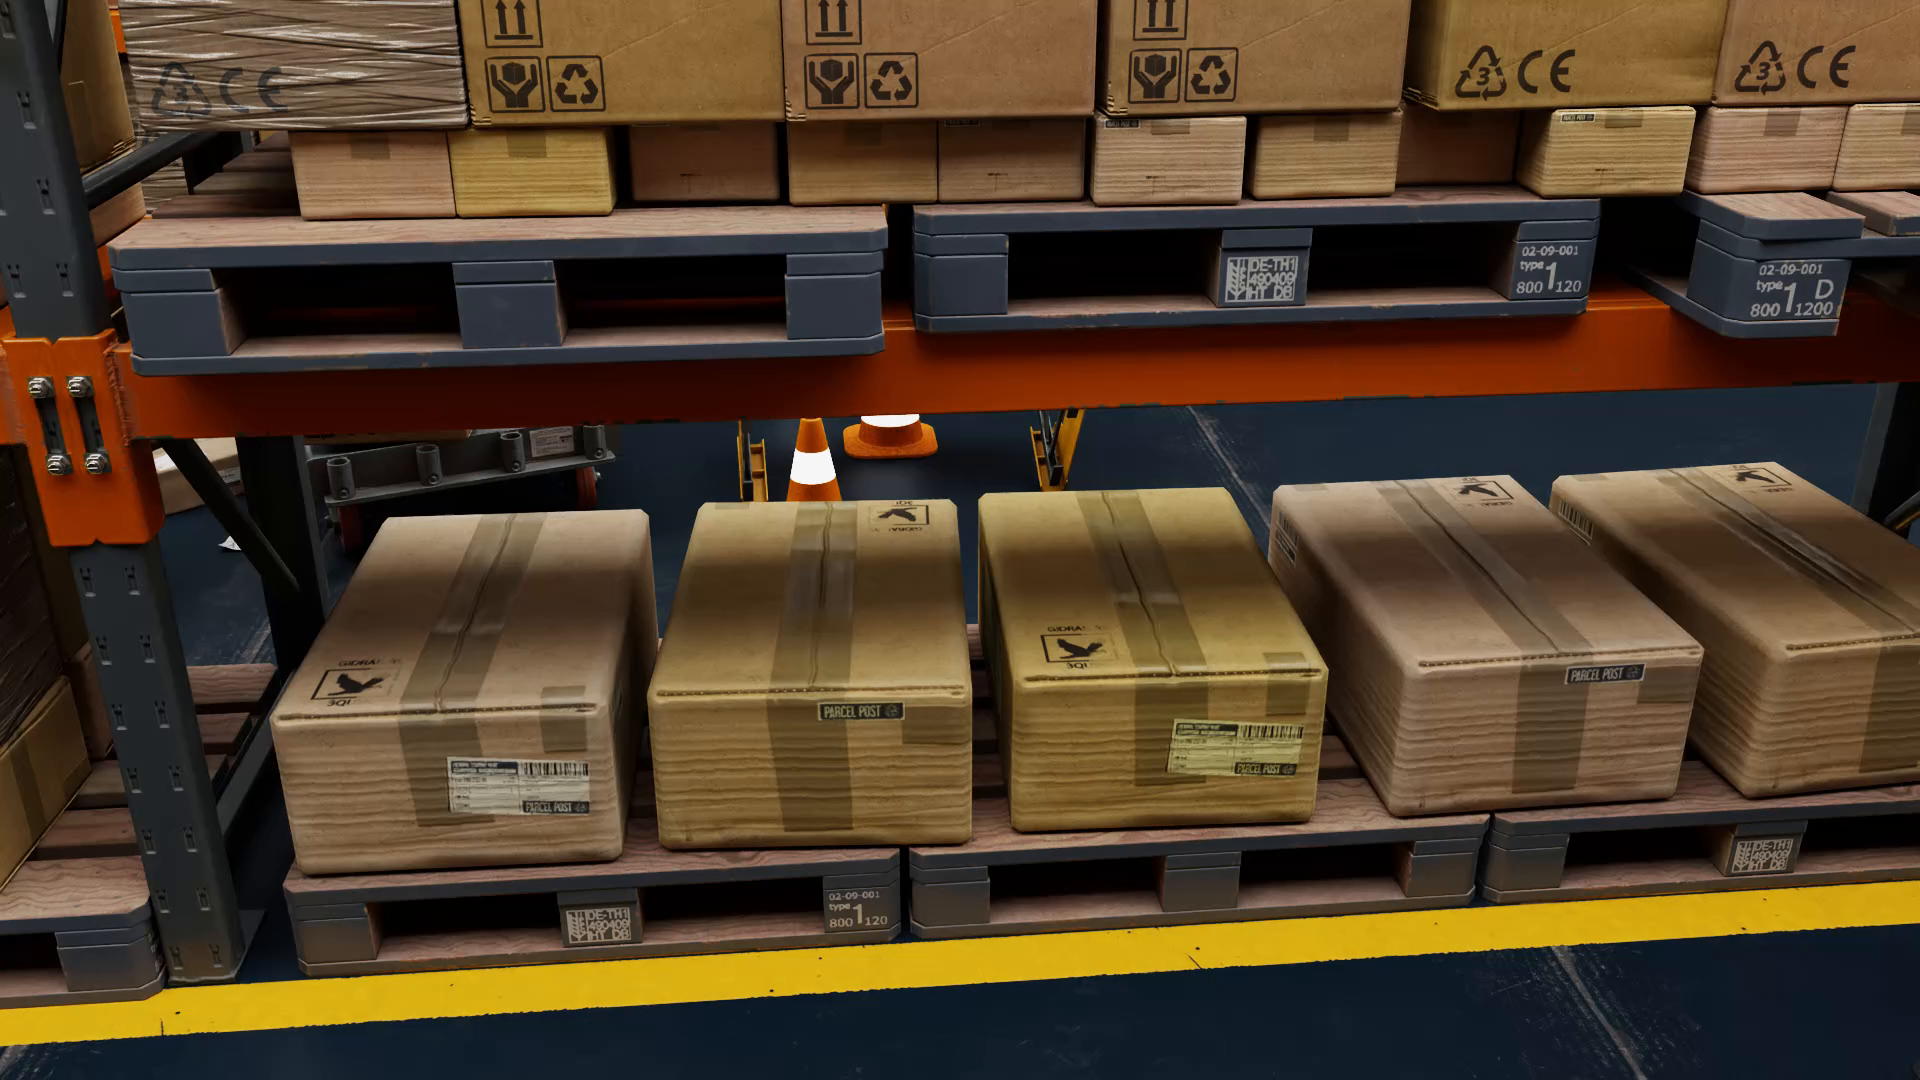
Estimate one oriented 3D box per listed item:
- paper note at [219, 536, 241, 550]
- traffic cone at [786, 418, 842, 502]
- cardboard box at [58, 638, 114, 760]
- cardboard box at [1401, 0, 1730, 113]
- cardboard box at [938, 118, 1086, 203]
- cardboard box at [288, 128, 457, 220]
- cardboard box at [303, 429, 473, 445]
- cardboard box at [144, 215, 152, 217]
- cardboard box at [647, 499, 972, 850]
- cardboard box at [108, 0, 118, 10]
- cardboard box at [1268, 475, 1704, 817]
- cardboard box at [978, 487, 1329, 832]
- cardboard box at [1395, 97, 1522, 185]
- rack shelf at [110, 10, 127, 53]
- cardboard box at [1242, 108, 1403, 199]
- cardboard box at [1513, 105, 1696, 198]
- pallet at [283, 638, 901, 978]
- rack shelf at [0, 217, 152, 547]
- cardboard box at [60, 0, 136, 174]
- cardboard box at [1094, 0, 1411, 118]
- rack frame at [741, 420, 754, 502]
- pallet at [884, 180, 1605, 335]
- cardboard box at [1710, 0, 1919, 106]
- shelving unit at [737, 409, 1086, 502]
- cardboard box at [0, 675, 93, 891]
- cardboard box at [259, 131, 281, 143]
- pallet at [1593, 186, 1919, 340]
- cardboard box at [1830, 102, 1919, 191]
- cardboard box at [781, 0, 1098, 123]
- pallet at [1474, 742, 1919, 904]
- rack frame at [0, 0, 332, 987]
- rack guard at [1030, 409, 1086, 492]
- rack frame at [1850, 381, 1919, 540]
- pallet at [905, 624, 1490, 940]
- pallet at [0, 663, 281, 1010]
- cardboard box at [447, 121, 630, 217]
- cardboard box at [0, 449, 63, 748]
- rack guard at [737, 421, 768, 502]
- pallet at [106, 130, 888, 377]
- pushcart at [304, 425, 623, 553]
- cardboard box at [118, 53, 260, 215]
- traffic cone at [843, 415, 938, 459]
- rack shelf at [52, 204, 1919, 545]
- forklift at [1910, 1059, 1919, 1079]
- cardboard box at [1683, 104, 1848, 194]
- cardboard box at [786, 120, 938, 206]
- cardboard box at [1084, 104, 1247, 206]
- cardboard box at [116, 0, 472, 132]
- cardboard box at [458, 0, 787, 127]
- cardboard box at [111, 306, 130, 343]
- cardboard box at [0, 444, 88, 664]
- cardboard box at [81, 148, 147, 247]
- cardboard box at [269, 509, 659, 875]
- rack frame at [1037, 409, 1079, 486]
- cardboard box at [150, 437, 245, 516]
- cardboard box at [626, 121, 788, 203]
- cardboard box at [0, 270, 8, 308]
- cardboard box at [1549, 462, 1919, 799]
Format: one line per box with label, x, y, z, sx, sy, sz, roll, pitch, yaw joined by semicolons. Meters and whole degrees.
paper note;-2.237;-0.007;5.228;0.142;0.019;0.148;-2;24;-5
traffic cone;-0.445;-0.152;5.021;0.334;0.463;0.336;-2;24;-5
cardboard box;-2.155;0.284;3.787;0.500;0.250;0.500;-3;24;-8
cardboard box;0.998;-1.052;2.918;0.500;0.500;0.500;-4;24;-9
cardboard box;0.070;-0.718;2.965;0.250;0.149;0.380;-2;24;-5
cardboard box;-0.961;-0.667;2.850;0.250;0.149;0.380;-2;24;-4
cardboard box;-1.747;-0.618;5.091;0.500;0.500;0.500;-2;24;-5
cardboard box;-3.573;-1.074;7.048;0.500;0.500;0.500;2;24;4
cardboard box;-0.305;0.261;3.687;0.625;0.372;0.950;-1;24;-2
cardboard box;-3.589;-2.736;7.528;0.550;0.550;0.875;-2;24;-5
cardboard box;1.142;0.205;3.814;0.625;0.372;0.950;-3;24;-6
cardboard box;0.387;0.233;3.751;0.625;0.372;0.950;-2;24;-3
cardboard box;0.844;-0.773;3.089;0.250;0.149;0.380;-2;24;-5
rack shelf;-4.119;-2.284;7.580;4.000;0.370;1.077;-2;24;-5
cardboard box;0.602;-0.730;2.992;0.250;0.149;0.380;-3;24;-7
cardboard box;1.106;-0.732;2.997;0.250;0.149;0.380;-2;24;-4
pallet;-0.767;0.547;3.759;1.213;0.211;1.003;-2;24;-5
rack shelf;-3.532;-0.287;3.088;4.000;0.370;1.077;-2;24;-5
cardboard box;-2.007;-0.972;3.255;0.500;0.500;0.500;-2;24;-5
cardboard box;0.455;-1.031;2.870;0.500;0.500;0.500;-3;24;-7
rack frame;-0.756;-0.895;5.596;0.032;0.500;1.500;-3;59;-8
pallet;0.473;-0.672;3.305;1.213;0.211;1.003;-2;24;-5
cardboard box;1.500;-1.073;2.965;0.500;0.500;0.500;-3;24;-6
shelving unit;-0.245;-0.924;5.669;1.083;0.587;1.500;-3;59;-8
cardboard box;-2.104;0.501;3.297;0.500;0.250;0.500;-1;24;-3
cardboard box;-2.762;-1.916;7.967;0.875;0.875;0.875;-2;24;-4
pallet;1.740;-0.696;3.359;1.003;0.211;1.213;-2;24;-5
cardboard box;1.630;-0.756;3.050;0.250;0.149;0.380;-2;24;-6
cardboard box;-0.055;-1.006;2.814;0.500;0.500;0.500;-2;24;-5
pallet;1.661;0.450;3.978;1.213;0.211;1.003;-2;24;-5
rack frame;-1.542;-0.695;3.122;0.127;3.000;1.000;-2;24;-5
rack guard;0.322;-0.418;5.422;0.087;0.587;0.250;-3;59;-8
rack frame;2.439;-0.855;3.481;0.127;3.000;1.000;-2;24;-5
pallet;0.450;0.497;3.872;1.213;0.211;1.003;-2;24;-5
pallet;-2.207;0.620;3.595;1.213;0.211;1.003;-2;24;-5
cardboard box;-0.711;-0.673;2.864;0.250;0.149;0.380;-2;24;-4
cardboard box;-2.104;0.159;3.145;0.500;0.500;0.500;-3;24;-6
rack guard;-0.662;-0.364;5.280;0.087;0.587;0.250;-3;59;-8
pallet;-0.767;-0.580;3.097;1.213;0.211;1.003;-2;24;-5
pushcart;-1.816;-0.417;5.723;0.936;0.377;1.648;-11;26;-23
cardboard box;-3.658;-1.879;7.883;0.875;0.875;0.875;-2;24;-5
traffic cone;-0.255;-0.567;5.957;0.334;0.463;0.336;-2;24;-5
rack shelf;0.449;-0.447;3.447;4.000;0.370;1.077;-2;24;-5
forklift;3.106;-0.190;2.068;3.031;2.935;1.130;-2;24;-5
cardboard box;1.379;-0.749;3.035;0.250;0.149;0.380;-3;24;-8
cardboard box;-0.177;-0.709;2.944;0.250;0.149;0.380;-2;24;-4
cardboard box;0.339;-0.708;2.941;0.250;0.149;0.380;-1;24;-3
cardboard box;-1.047;-0.972;2.737;0.500;0.500;0.500;-2;24;-4
cardboard box;-0.549;-0.992;2.782;0.500;0.500;0.500;-2;24;-5
cardboard box;-3.093;-0.591;5.793;0.503;0.637;0.797;-2;24;-5
cardboard box;-2.155;-0.059;3.635;0.500;0.500;0.500;-1;24;-3
cardboard box;-1.887;-0.698;3.436;0.250;0.149;0.380;-2;24;-5
cardboard box;-1.020;0.291;3.619;0.625;0.372;0.950;-2;24;-4
rack frame;0.248;-0.951;5.740;0.032;0.500;1.500;-3;59;-8
cardboard box;-2.563;-0.281;5.555;0.258;0.266;0.396;22;32;40
cardboard box;-0.437;-0.716;2.959;0.250;0.149;0.380;-1;24;-2
cardboard box;-1.832;-0.445;2.867;0.250;0.149;0.380;-3;24;-6
cardboard box;1.876;0.172;3.888;0.625;0.372;0.950;-4;24;-9
